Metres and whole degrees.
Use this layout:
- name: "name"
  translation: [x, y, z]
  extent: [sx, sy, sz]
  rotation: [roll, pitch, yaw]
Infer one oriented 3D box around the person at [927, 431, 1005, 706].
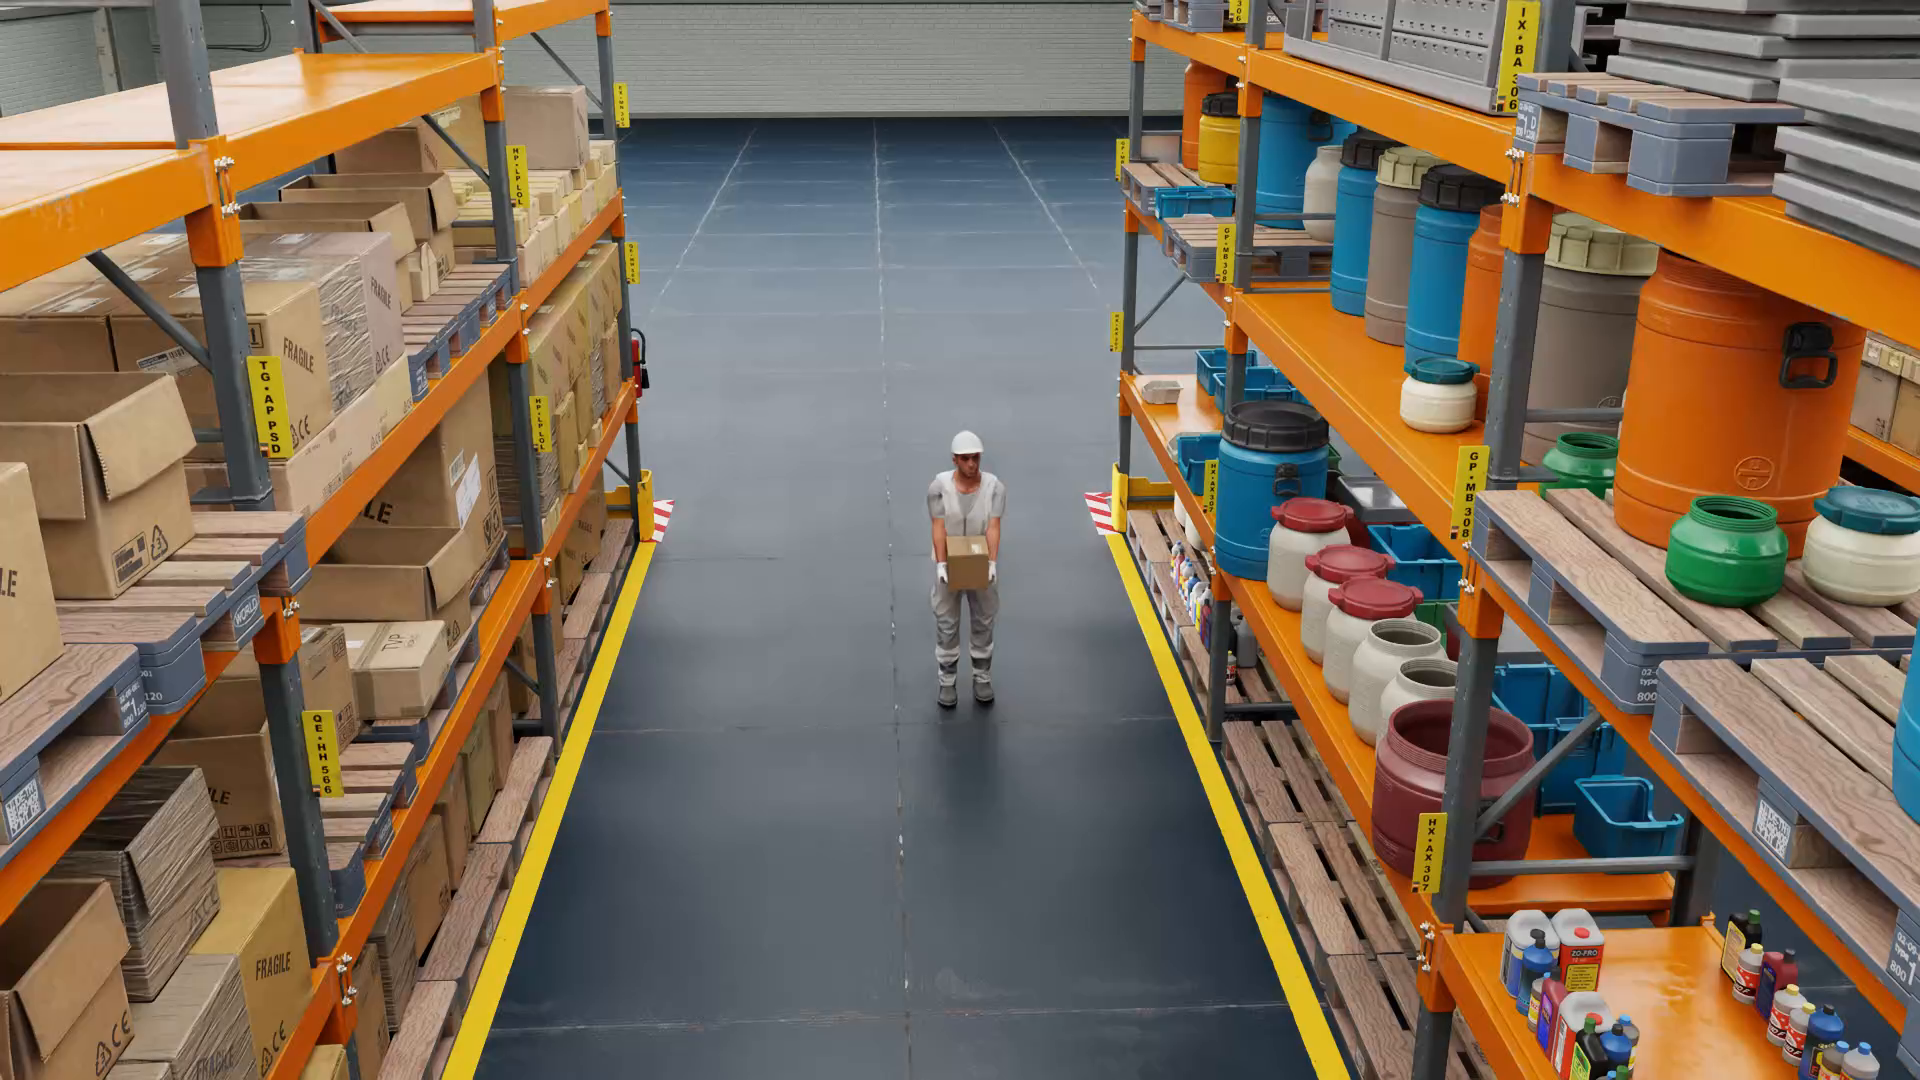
- name: "person"
  translation: [0.035, 0.197, 10.507]
  extent: [0.474, 1.785, 0.566]
  rotation: [-1, 20, -4]
